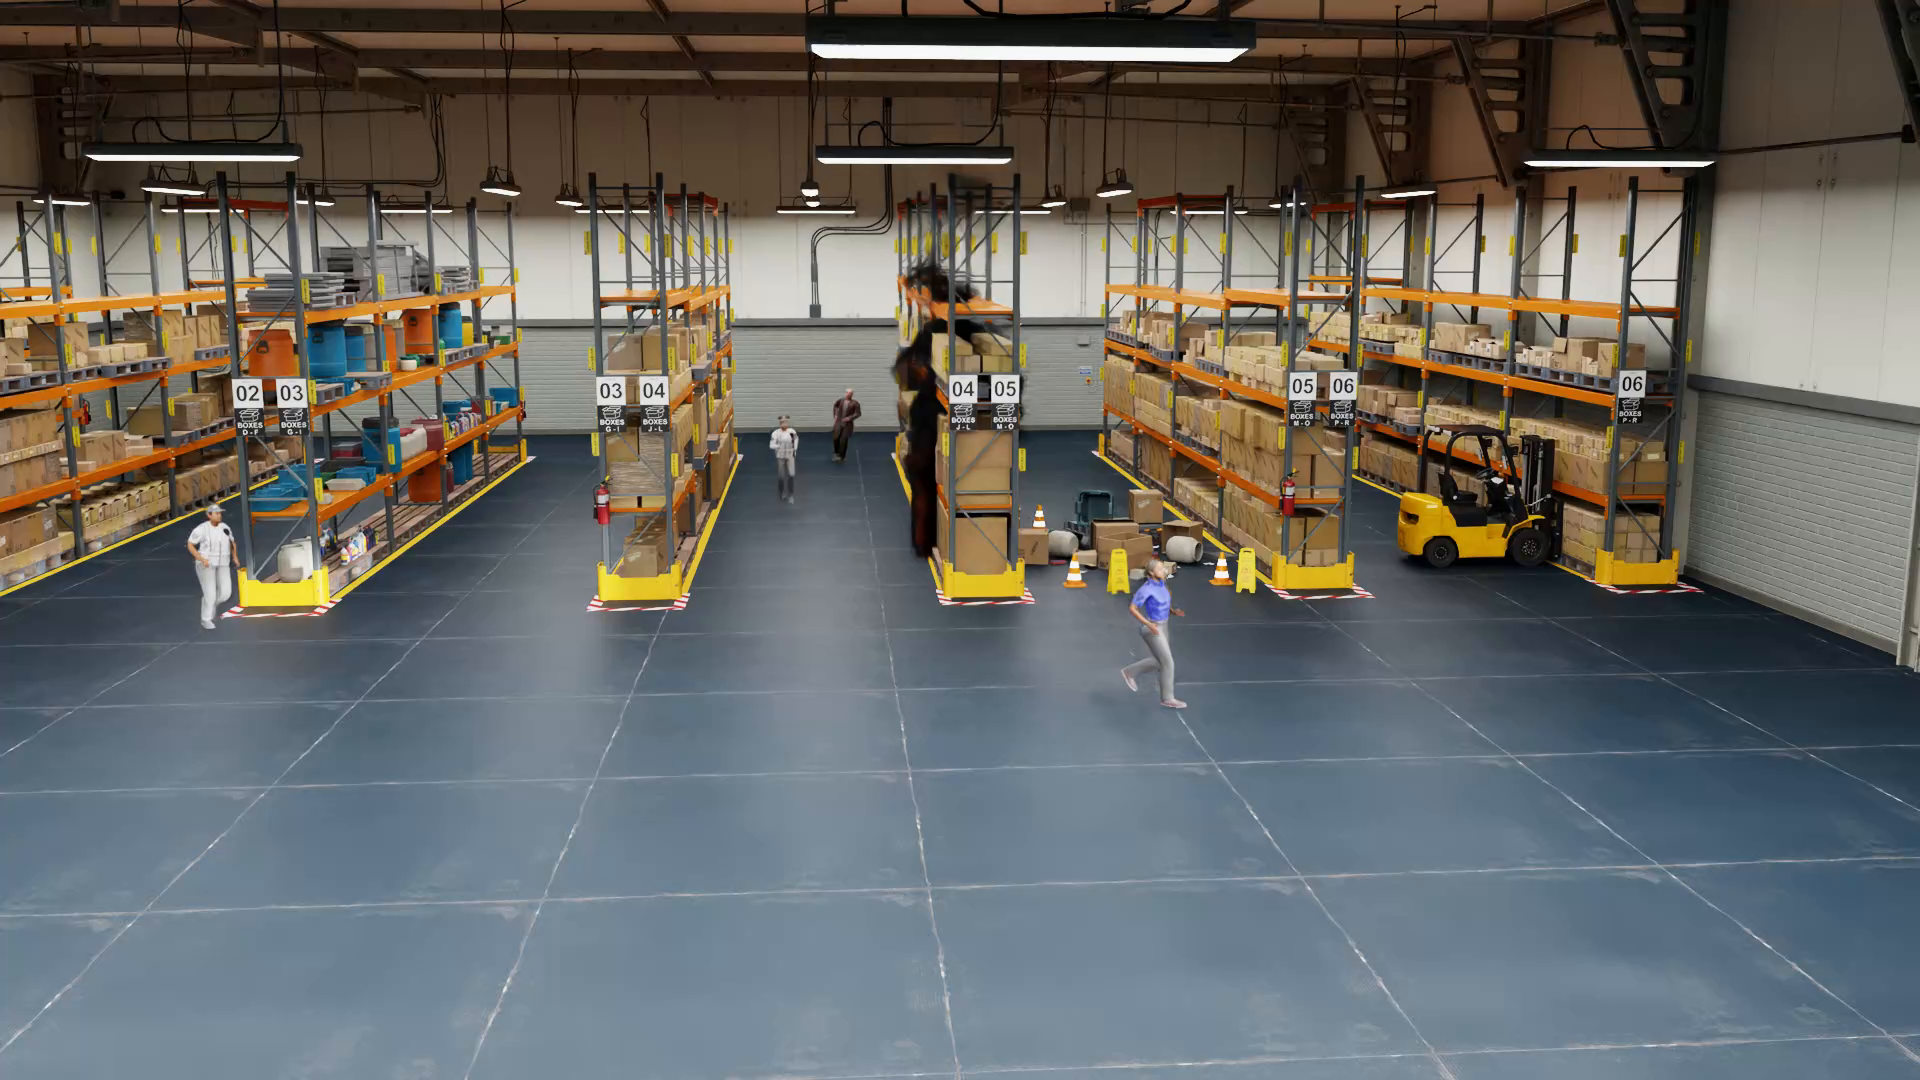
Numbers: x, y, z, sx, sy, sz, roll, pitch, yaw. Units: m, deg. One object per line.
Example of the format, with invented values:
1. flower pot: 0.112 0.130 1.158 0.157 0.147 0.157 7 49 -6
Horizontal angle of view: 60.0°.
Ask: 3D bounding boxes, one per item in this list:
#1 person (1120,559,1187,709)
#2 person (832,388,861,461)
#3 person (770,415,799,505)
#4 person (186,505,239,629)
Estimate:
1. person: 2.121 1.015 18.289 0.834 1.612 0.588 6 12 29
2. person: -2.666 -2.679 38.863 0.737 1.726 0.629 2 10 11
3. person: -3.313 -1.532 31.414 0.557 1.669 0.826 -1 10 -8
4. person: -9.935 0.342 22.173 0.519 1.622 0.654 8 13 38
